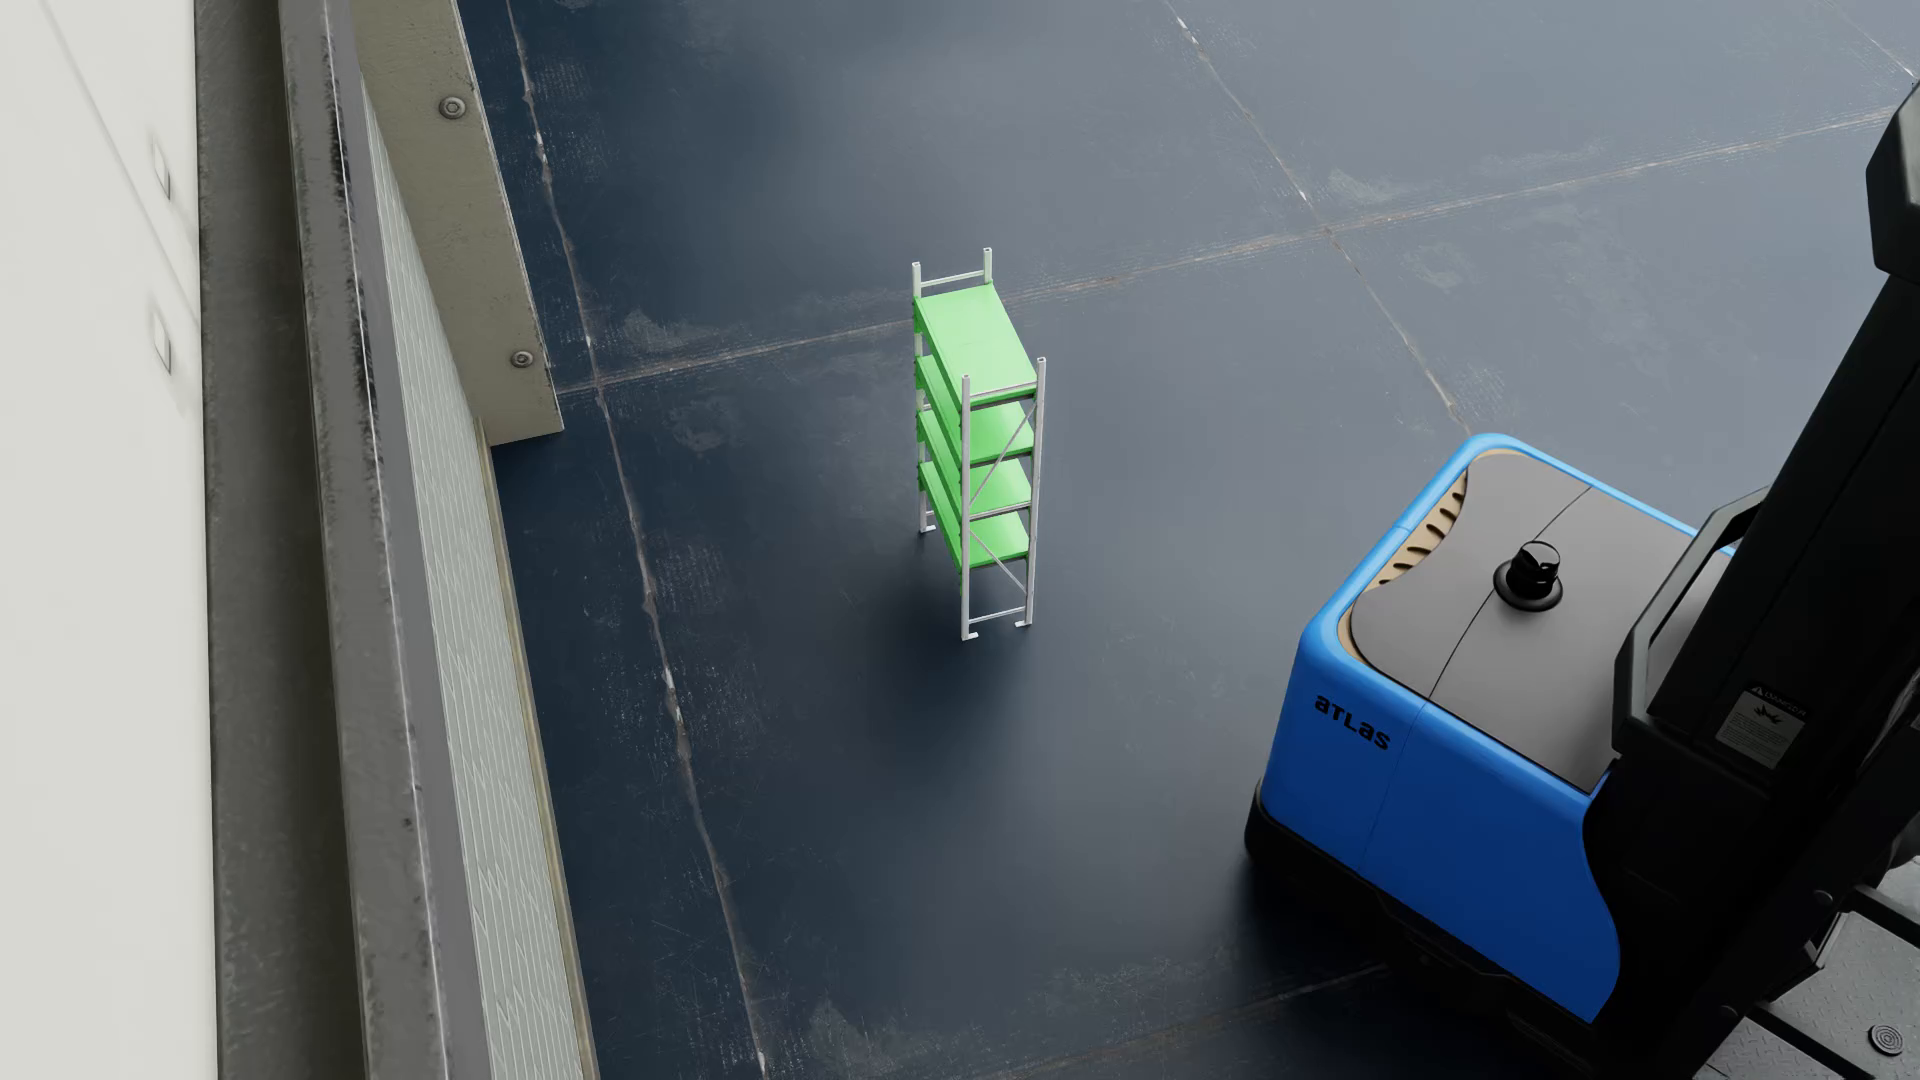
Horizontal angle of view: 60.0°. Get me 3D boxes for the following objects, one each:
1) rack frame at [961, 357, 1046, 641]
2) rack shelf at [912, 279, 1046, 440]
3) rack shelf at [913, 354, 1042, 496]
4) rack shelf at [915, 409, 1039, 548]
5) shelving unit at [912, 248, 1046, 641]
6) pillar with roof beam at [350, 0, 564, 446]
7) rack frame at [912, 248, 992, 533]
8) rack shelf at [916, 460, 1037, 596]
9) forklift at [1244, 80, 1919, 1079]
[{"bbox_3d":[0.121,-0.088,5.039,0.240,1.200,0.015,-13,51,-11],"label":"rack frame"},{"bbox_3d":[0.049,-0.534,4.871,0.258,0.148,0.480,-13,51,-11],"label":"rack shelf"},{"bbox_3d":[0.049,-0.379,5.055,0.258,0.148,0.480,-13,51,-11],"label":"rack shelf"},{"bbox_3d":[0.049,-0.225,5.238,0.258,0.148,0.480,-13,51,-11],"label":"rack shelf"},{"bbox_3d":[0.049,-0.266,5.189,0.258,1.200,0.503,-13,51,-11],"label":"shelving unit"},{"bbox_3d":[2.458,-4.386,3.562,9.100,9.000,0.400,-13,51,-11],"label":"pillar with roof beam"},{"bbox_3d":[-0.023,-0.444,5.340,0.240,1.200,0.015,-13,51,-11],"label":"rack frame"},{"bbox_3d":[0.049,-0.070,5.422,0.258,0.148,0.480,-13,51,-11],"label":"rack shelf"},{"bbox_3d":[2.300,0.423,3.476,3.031,2.935,1.130,32,57,24],"label":"forklift"}]
